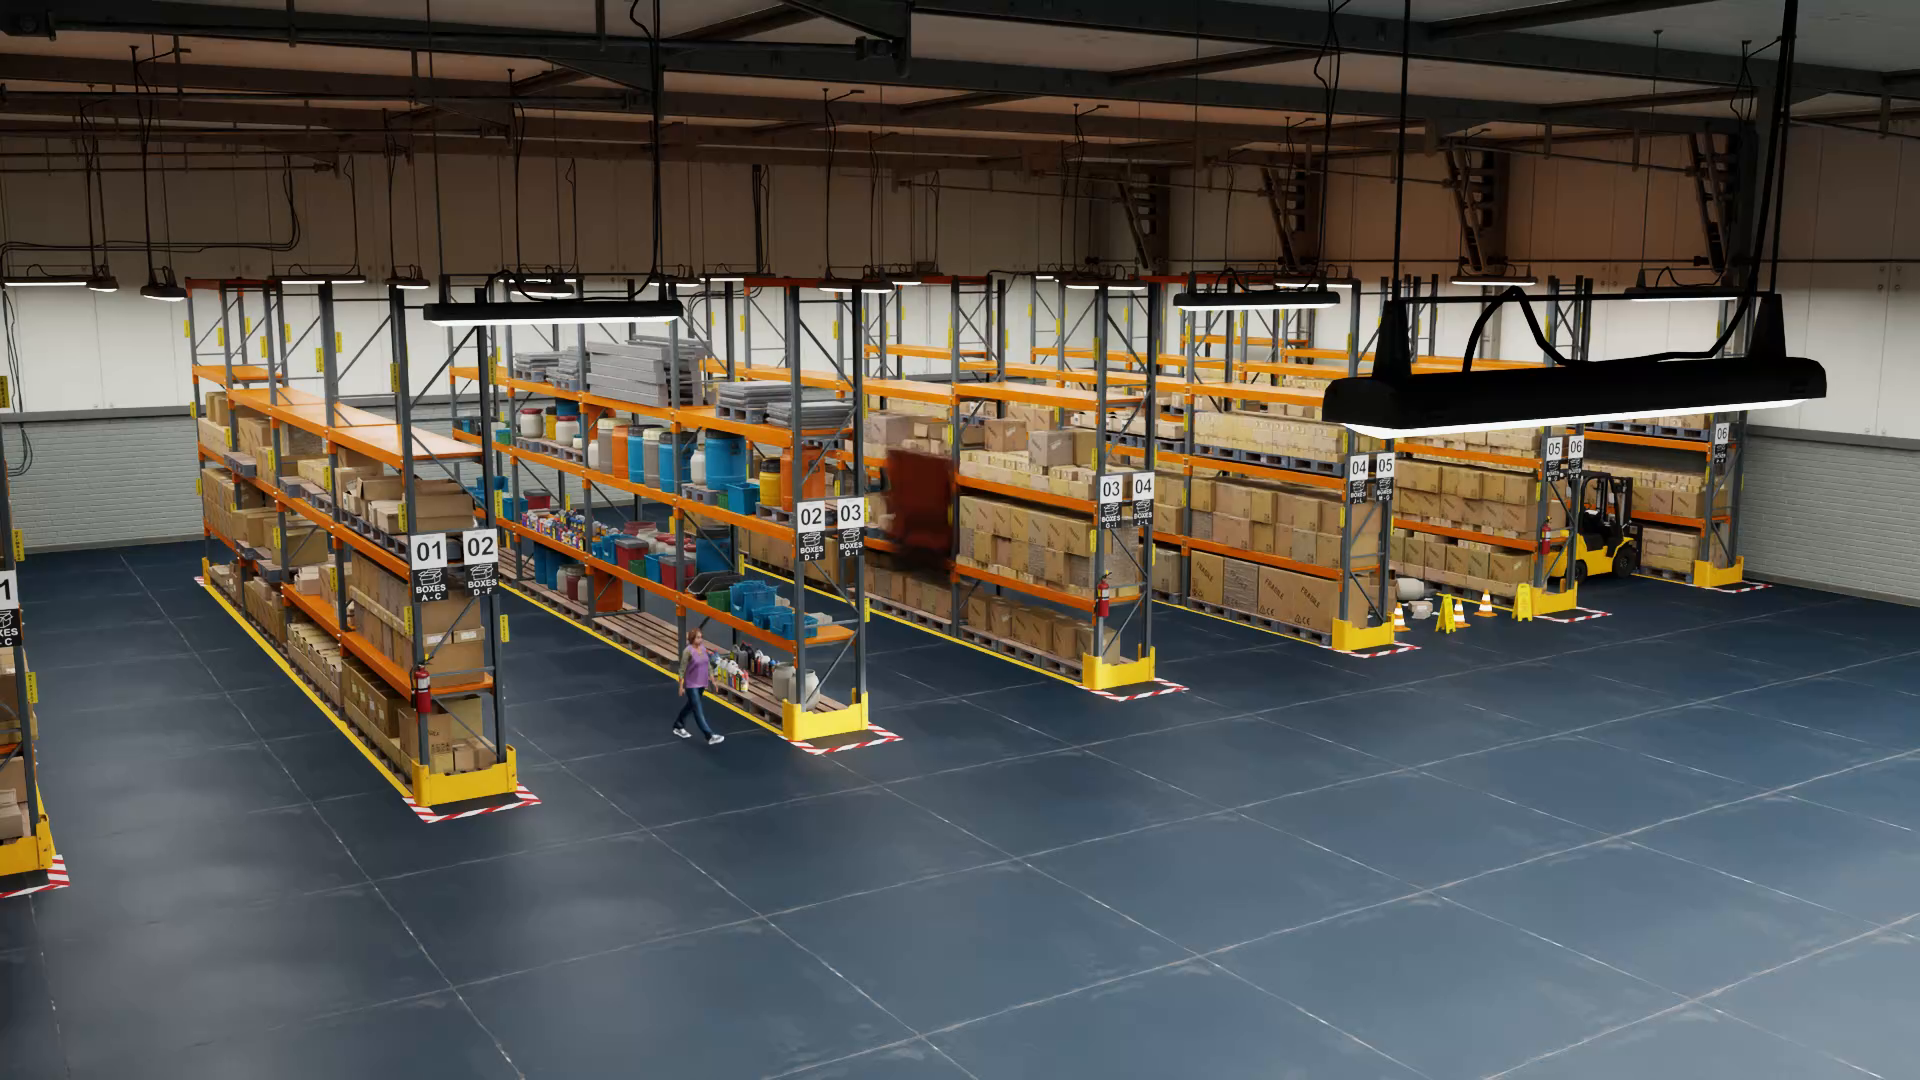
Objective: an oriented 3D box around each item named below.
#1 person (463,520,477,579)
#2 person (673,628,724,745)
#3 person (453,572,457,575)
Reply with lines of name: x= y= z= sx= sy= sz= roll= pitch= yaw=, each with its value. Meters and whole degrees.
person: x=-9.535 y=0.174 z=32.022 sx=0.496 sy=1.701 sz=0.751 roll=-1 pitch=10 yaw=-6
person: x=-3.427 y=1.928 z=21.885 sx=1.006 sy=1.503 sz=0.437 roll=5 pitch=11 yaw=28
person: x=-8.722 y=0.818 z=28.173 sx=0.504 sy=1.655 sz=0.464 roll=0 pitch=10 yaw=-2
